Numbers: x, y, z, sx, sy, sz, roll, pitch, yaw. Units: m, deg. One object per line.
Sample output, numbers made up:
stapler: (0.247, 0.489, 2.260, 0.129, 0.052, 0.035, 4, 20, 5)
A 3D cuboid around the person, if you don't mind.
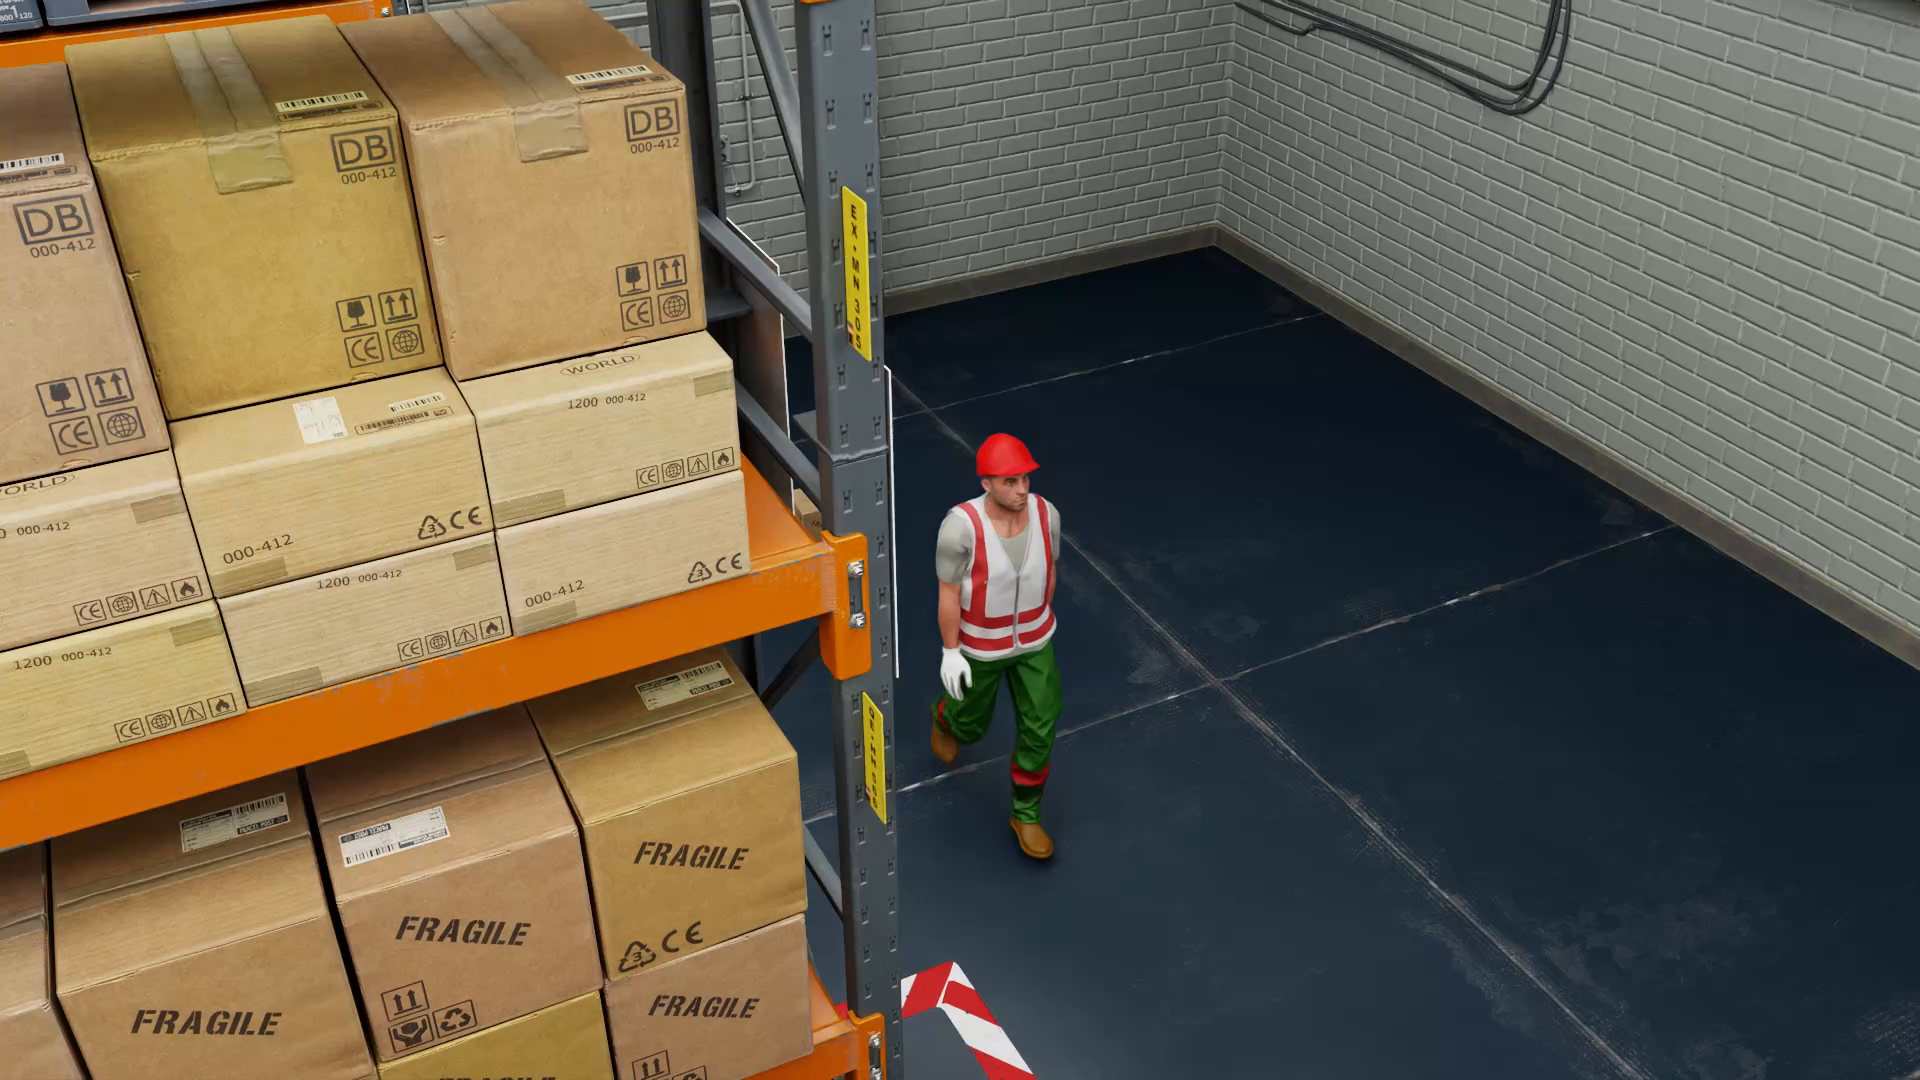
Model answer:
person: (0.143, 0.363, 6.529, 0.541, 1.761, 0.864, -11, 34, -16)
